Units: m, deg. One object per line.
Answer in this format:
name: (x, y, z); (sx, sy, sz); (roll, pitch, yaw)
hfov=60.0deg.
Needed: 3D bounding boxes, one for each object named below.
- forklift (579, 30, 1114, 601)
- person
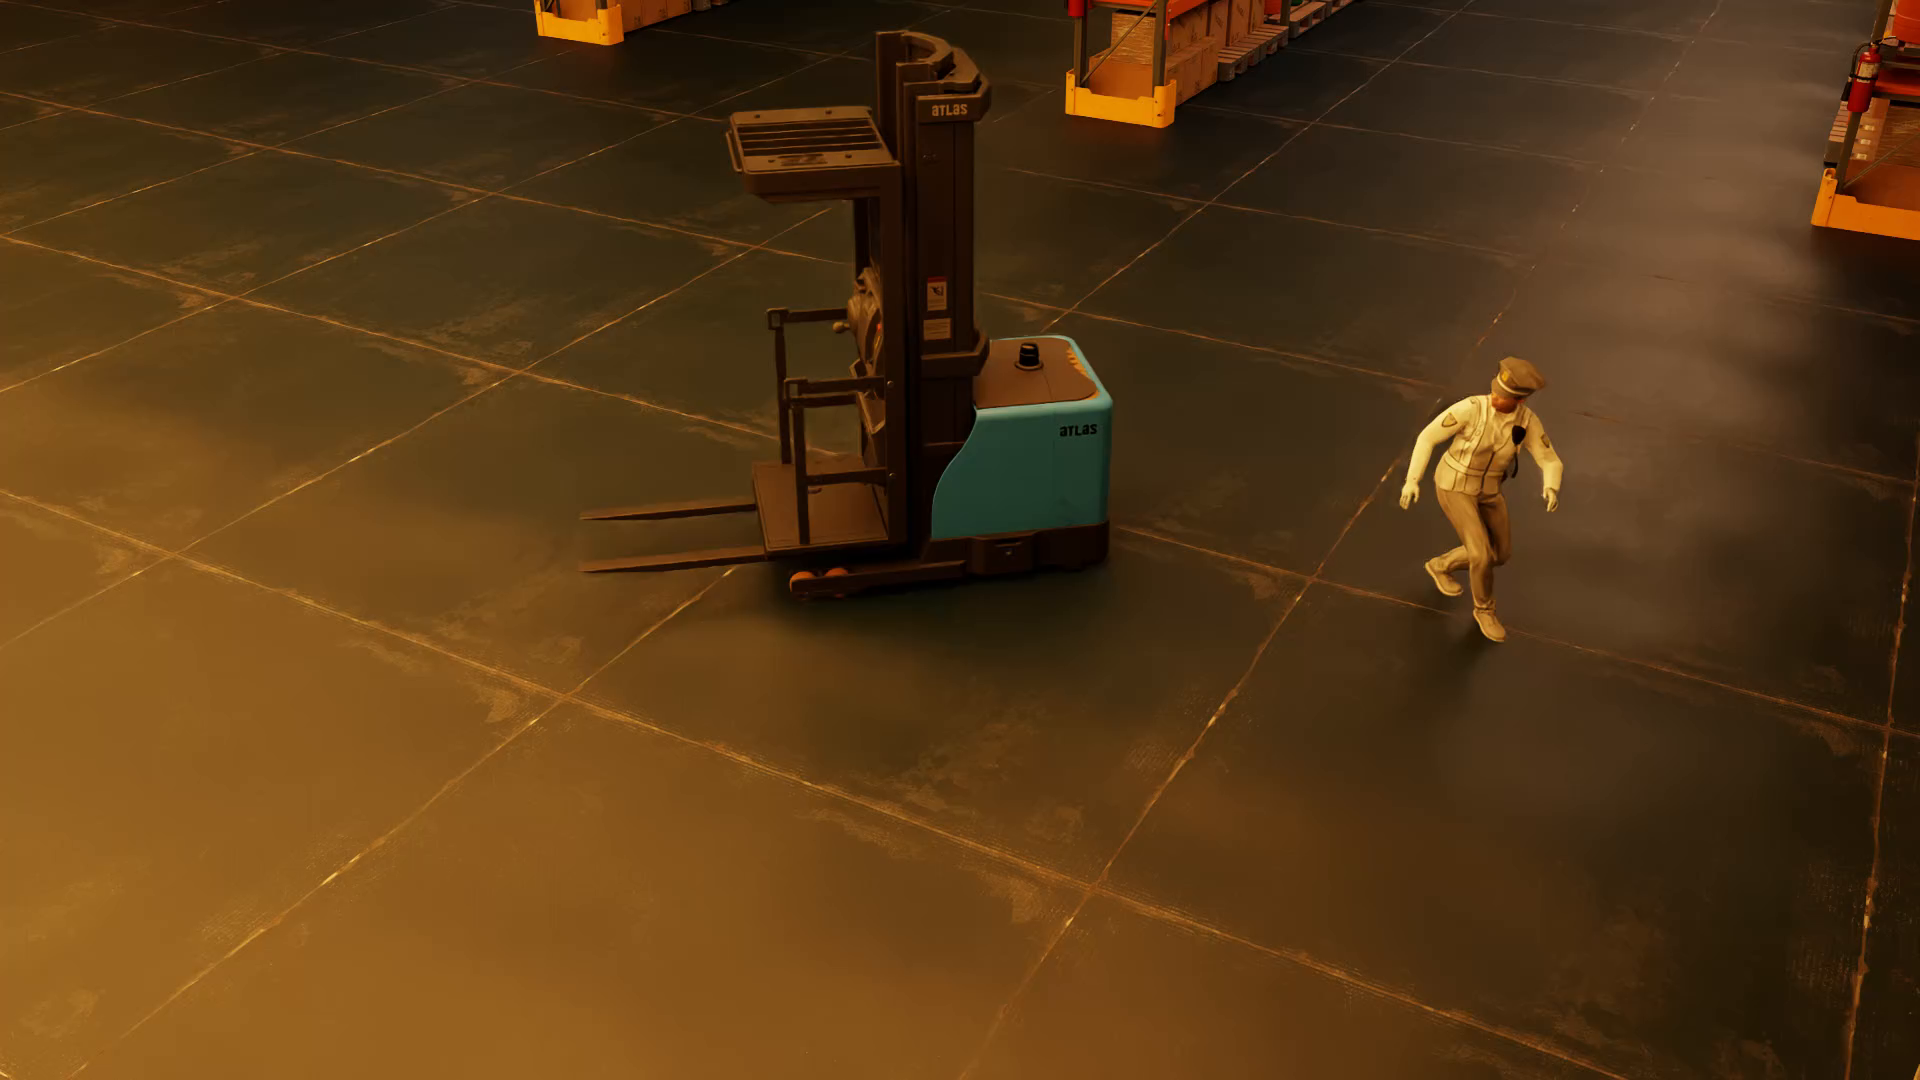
forklift: (-0.699, -1.210, 9.168); (3.031, 2.935, 1.130); (-6, 30, -9)
person: (2.755, -0.215, 8.843); (0.814, 1.551, 0.802); (-8, 31, -14)
